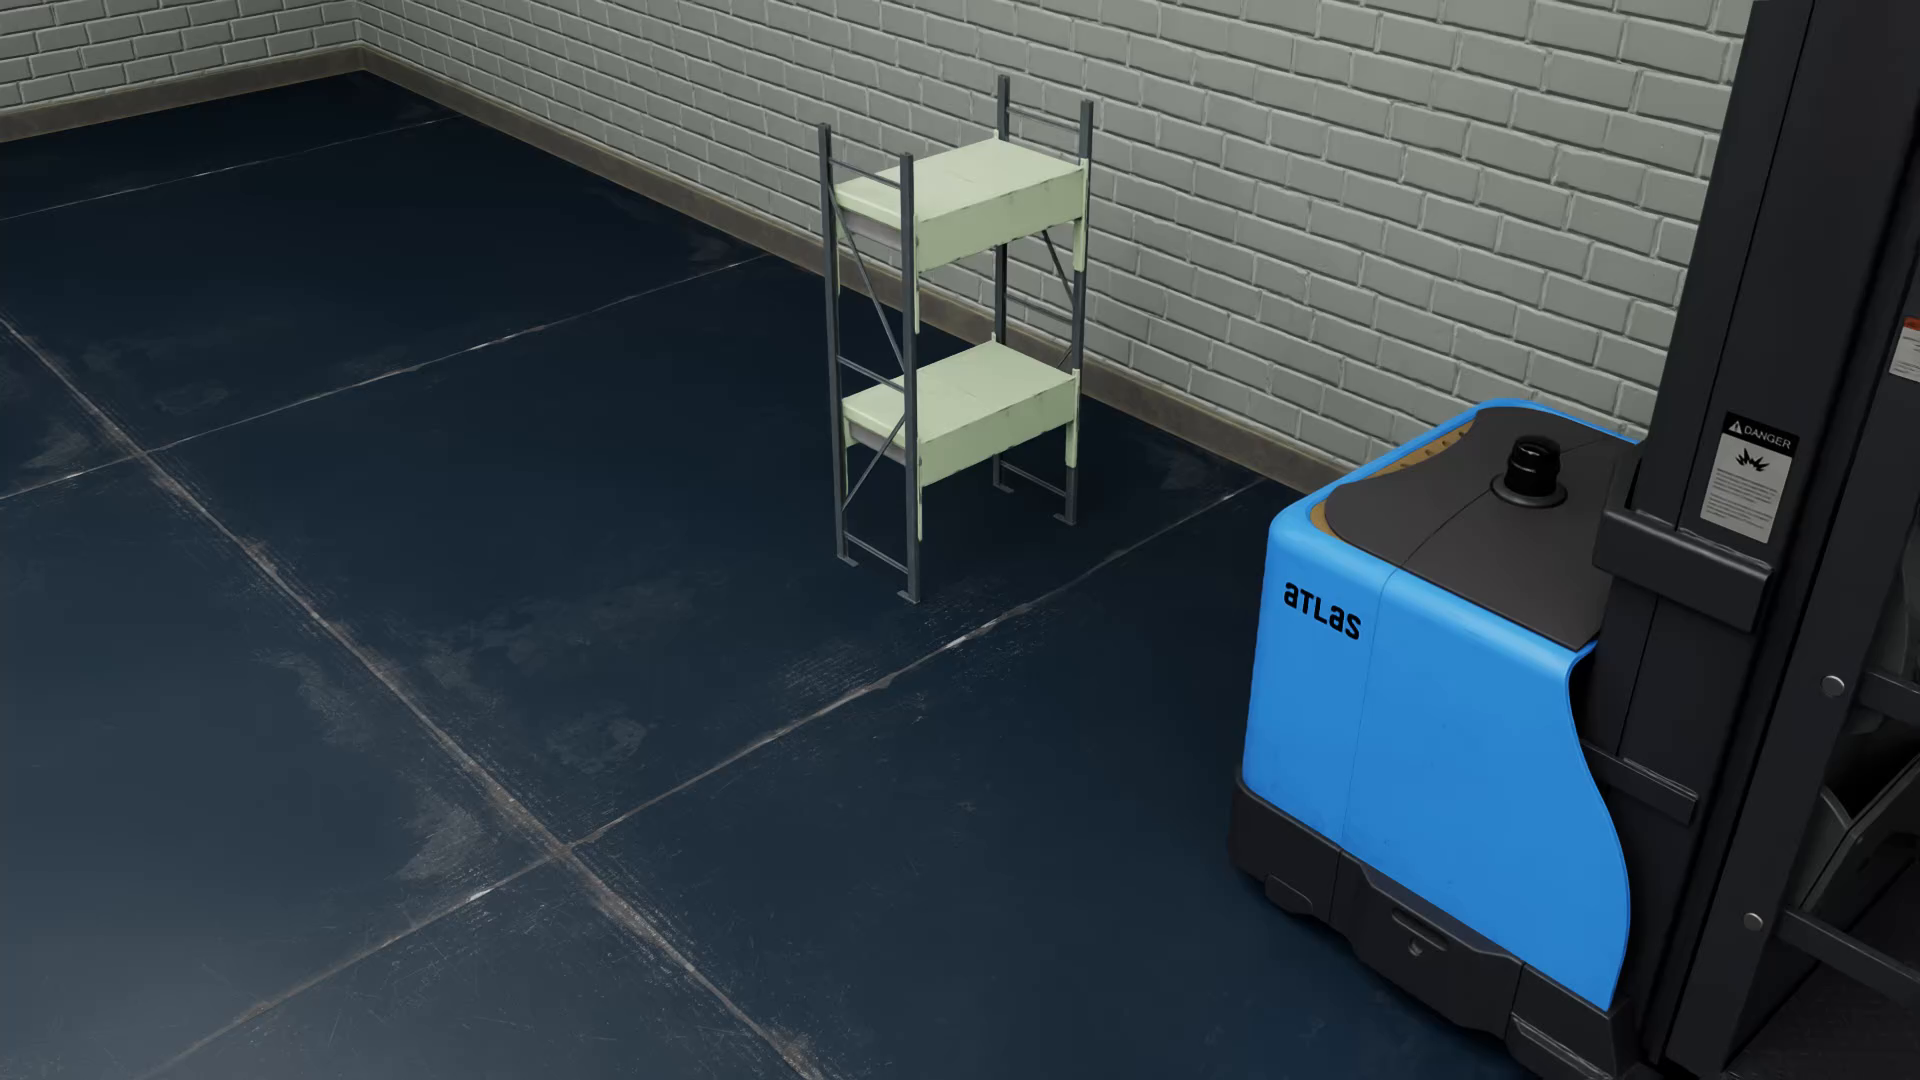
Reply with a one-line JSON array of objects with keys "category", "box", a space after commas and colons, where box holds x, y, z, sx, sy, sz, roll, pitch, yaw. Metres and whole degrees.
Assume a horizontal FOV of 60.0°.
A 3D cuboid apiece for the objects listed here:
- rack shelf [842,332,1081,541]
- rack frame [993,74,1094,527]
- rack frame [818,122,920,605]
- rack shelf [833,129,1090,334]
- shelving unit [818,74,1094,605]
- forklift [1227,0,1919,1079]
[{"category": "rack shelf", "box": [-0.005, -0.359, 5.525, 0.720, 0.370, 0.431, -26, 40, -35]}, {"category": "rack frame", "box": [0.263, -0.767, 5.567, 0.023, 1.500, 0.400, -26, 40, -35]}, {"category": "rack frame", "box": [-0.273, -0.508, 5.143, 0.023, 1.500, 0.400, -26, 40, -35]}, {"category": "rack shelf", "box": [-0.005, -0.970, 5.151, 0.720, 0.370, 0.431, -26, 40, -35]}, {"category": "shelving unit", "box": [-0.005, -0.637, 5.355, 0.755, 1.500, 0.431, -26, 40, -35]}, {"category": "forklift", "box": [2.051, 0.012, 2.921, 1.130, 2.935, 3.031, -25, 39, -35]}]
